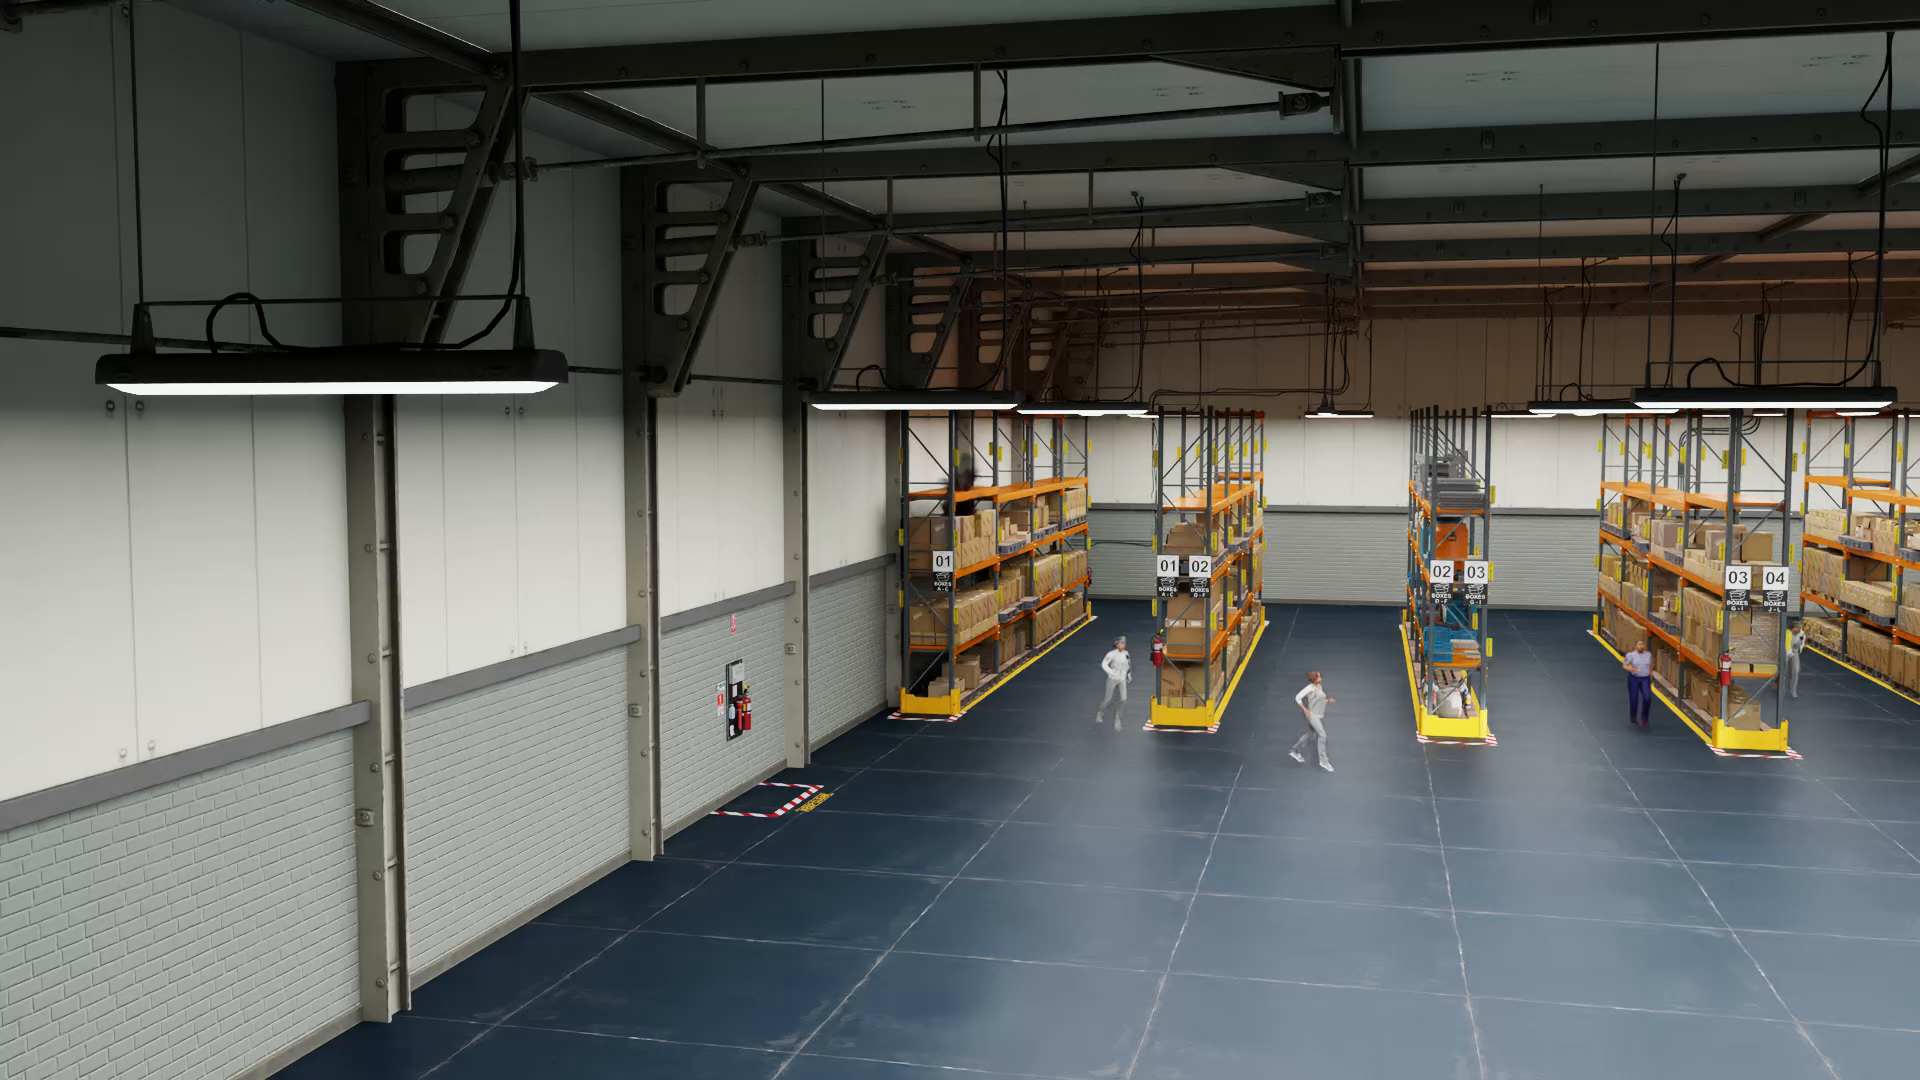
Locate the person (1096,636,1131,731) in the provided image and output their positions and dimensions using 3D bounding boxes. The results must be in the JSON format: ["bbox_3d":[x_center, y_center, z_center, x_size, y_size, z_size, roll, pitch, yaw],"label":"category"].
[{"bbox_3d":[2.932,2.638,30.964,0.677,1.713,0.753,-1,4,-18],"label":"person"}]

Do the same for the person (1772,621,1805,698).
[{"bbox_3d":[17.314,2.451,34.784,0.655,1.627,0.983,0,4,-3],"label":"person"}]

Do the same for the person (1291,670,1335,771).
[{"bbox_3d":[5.809,2.946,27.347,0.792,1.626,0.519,2,5,31],"label":"person"}]

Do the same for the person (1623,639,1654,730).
[{"bbox_3d":[12.683,2.691,31.074,0.590,1.684,0.733,1,4,15],"label":"person"}]
